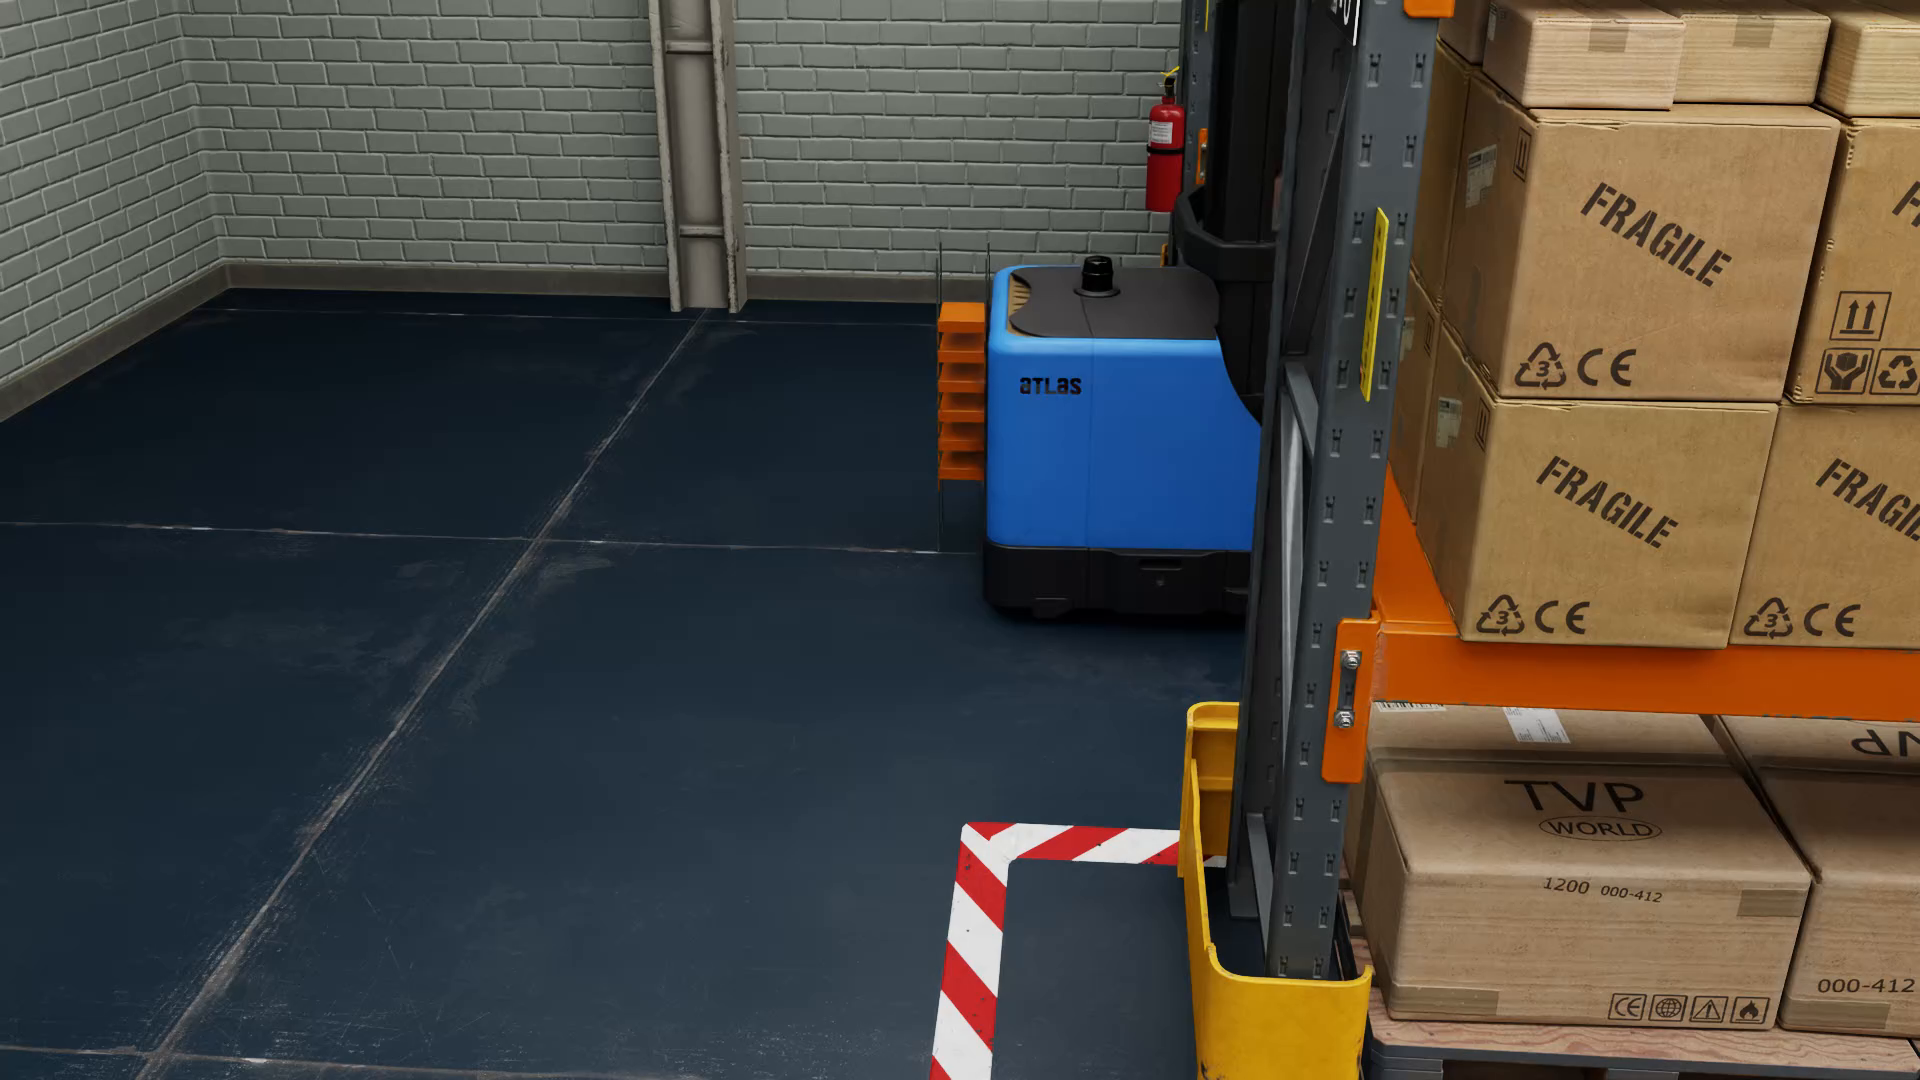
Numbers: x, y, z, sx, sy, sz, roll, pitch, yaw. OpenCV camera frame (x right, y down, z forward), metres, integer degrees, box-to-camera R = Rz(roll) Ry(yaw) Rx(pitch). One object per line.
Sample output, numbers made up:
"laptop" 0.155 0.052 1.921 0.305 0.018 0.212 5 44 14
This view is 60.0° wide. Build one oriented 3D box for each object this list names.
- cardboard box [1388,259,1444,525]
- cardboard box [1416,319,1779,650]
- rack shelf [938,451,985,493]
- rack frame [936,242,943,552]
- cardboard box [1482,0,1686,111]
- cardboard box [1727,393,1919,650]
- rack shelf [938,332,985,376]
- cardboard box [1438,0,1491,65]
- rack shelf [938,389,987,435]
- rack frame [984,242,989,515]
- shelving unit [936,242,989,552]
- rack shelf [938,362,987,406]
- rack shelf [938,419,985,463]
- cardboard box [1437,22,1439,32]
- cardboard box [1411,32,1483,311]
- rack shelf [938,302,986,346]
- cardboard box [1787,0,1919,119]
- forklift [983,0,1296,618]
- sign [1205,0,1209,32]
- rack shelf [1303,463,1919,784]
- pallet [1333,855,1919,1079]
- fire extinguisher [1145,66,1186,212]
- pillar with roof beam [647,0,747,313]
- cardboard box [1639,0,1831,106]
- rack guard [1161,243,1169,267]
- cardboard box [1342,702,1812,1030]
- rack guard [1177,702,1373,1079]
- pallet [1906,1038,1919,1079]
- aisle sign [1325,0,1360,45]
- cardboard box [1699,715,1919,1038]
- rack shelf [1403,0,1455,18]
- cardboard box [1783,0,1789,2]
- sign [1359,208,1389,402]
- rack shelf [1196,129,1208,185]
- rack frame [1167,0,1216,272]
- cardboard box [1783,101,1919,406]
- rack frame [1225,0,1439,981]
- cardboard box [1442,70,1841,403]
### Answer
"cardboard box" 1.277 -0.355 3.813 0.500 0.500 0.500 2 25 4
"cardboard box" 1.233 -0.125 3.313 0.500 0.500 0.500 2 25 4
"rack shelf" 0.012 -0.286 6.617 0.180 0.103 0.258 1 25 3
"rack frame" -0.080 -0.547 6.503 0.006 1.200 0.240 1 25 3
"cardboard box" 1.109 -0.882 2.986 0.250 0.149 0.380 2 25 5
"cardboard box" 1.739 -0.120 3.303 0.500 0.500 0.500 1 25 3
"rack shelf" 0.012 -0.722 6.417 0.180 0.103 0.258 1 25 3
"cardboard box" 1.149 -1.081 3.418 0.250 0.149 0.380 2 25 5
"rack shelf" 0.012 -0.504 6.517 0.180 0.103 0.258 1 25 3
"rack frame" 0.103 -0.543 6.494 0.006 1.200 0.240 1 25 3
"shelving unit" 0.012 -0.545 6.498 0.189 1.200 0.258 1 25 3
"rack shelf" 0.012 -0.613 6.467 0.180 0.103 0.258 1 25 3
"rack shelf" 0.012 -0.395 6.567 0.180 0.103 0.258 1 25 3
"cardboard box" 2.145 -2.429 8.264 0.500 0.250 0.500 2 25 4
"cardboard box" 1.275 -0.798 3.579 0.500 0.500 0.500 3 25 6
"rack shelf" 0.012 -0.831 6.366 0.180 0.103 0.258 1 25 3
"cardboard box" 1.626 -0.847 2.911 0.250 0.149 0.380 3 25 6
"forklift" 1.615 -1.215 5.885 3.031 2.935 1.130 1 25 2
"sign" 1.111 -2.450 7.451 0.005 0.325 0.100 2 25 4
"rack shelf" 2.770 0.177 3.639 4.000 0.370 1.077 2 25 4
"pallet" 1.579 1.046 4.225 1.213 0.211 1.003 2 25 4
"fire extinguisher" 0.970 -1.891 7.809 0.183 0.674 0.296 2 25 4
"pillar with roof beam" -1.797 -3.676 3.974 0.400 9.000 9.100 2 25 4
"cardboard box" 1.375 -0.903 3.033 0.250 0.149 0.380 2 25 5
"rack guard" 1.228 -1.145 8.641 0.348 0.500 1.175 2 25 4
"cardboard box" 1.442 0.738 4.120 0.875 0.438 0.875 1 25 2
"rack guard" 0.752 0.920 4.151 0.348 0.500 1.175 2 25 4
"pallet" 2.792 1.086 4.138 1.213 0.211 1.003 2 25 4
"aisle sign" 0.682 -1.277 2.826 0.004 0.787 0.394 2 25 4
"cardboard box" 2.355 0.764 4.064 0.875 0.438 0.875 2 25 5
"rack shelf" 2.770 -1.186 3.012 4.000 0.370 1.077 2 25 4
"cardboard box" 1.668 -1.109 3.481 0.250 0.149 0.380 2 25 3
"sign" 0.727 -0.412 2.927 0.005 0.325 0.100 2 25 4
"rack shelf" 3.146 -1.892 8.135 4.000 0.370 1.077 2 25 4
"rack frame" 1.152 -2.283 8.123 0.127 3.000 1.000 2 25 4
"cardboard box" 1.748 -0.566 3.076 0.500 0.500 0.500 1 25 3
"rack frame" 0.776 -0.214 3.627 0.127 3.000 1.000 2 25 4
"cardboard box" 1.233 -0.580 3.106 0.500 0.500 0.500 1 25 3
